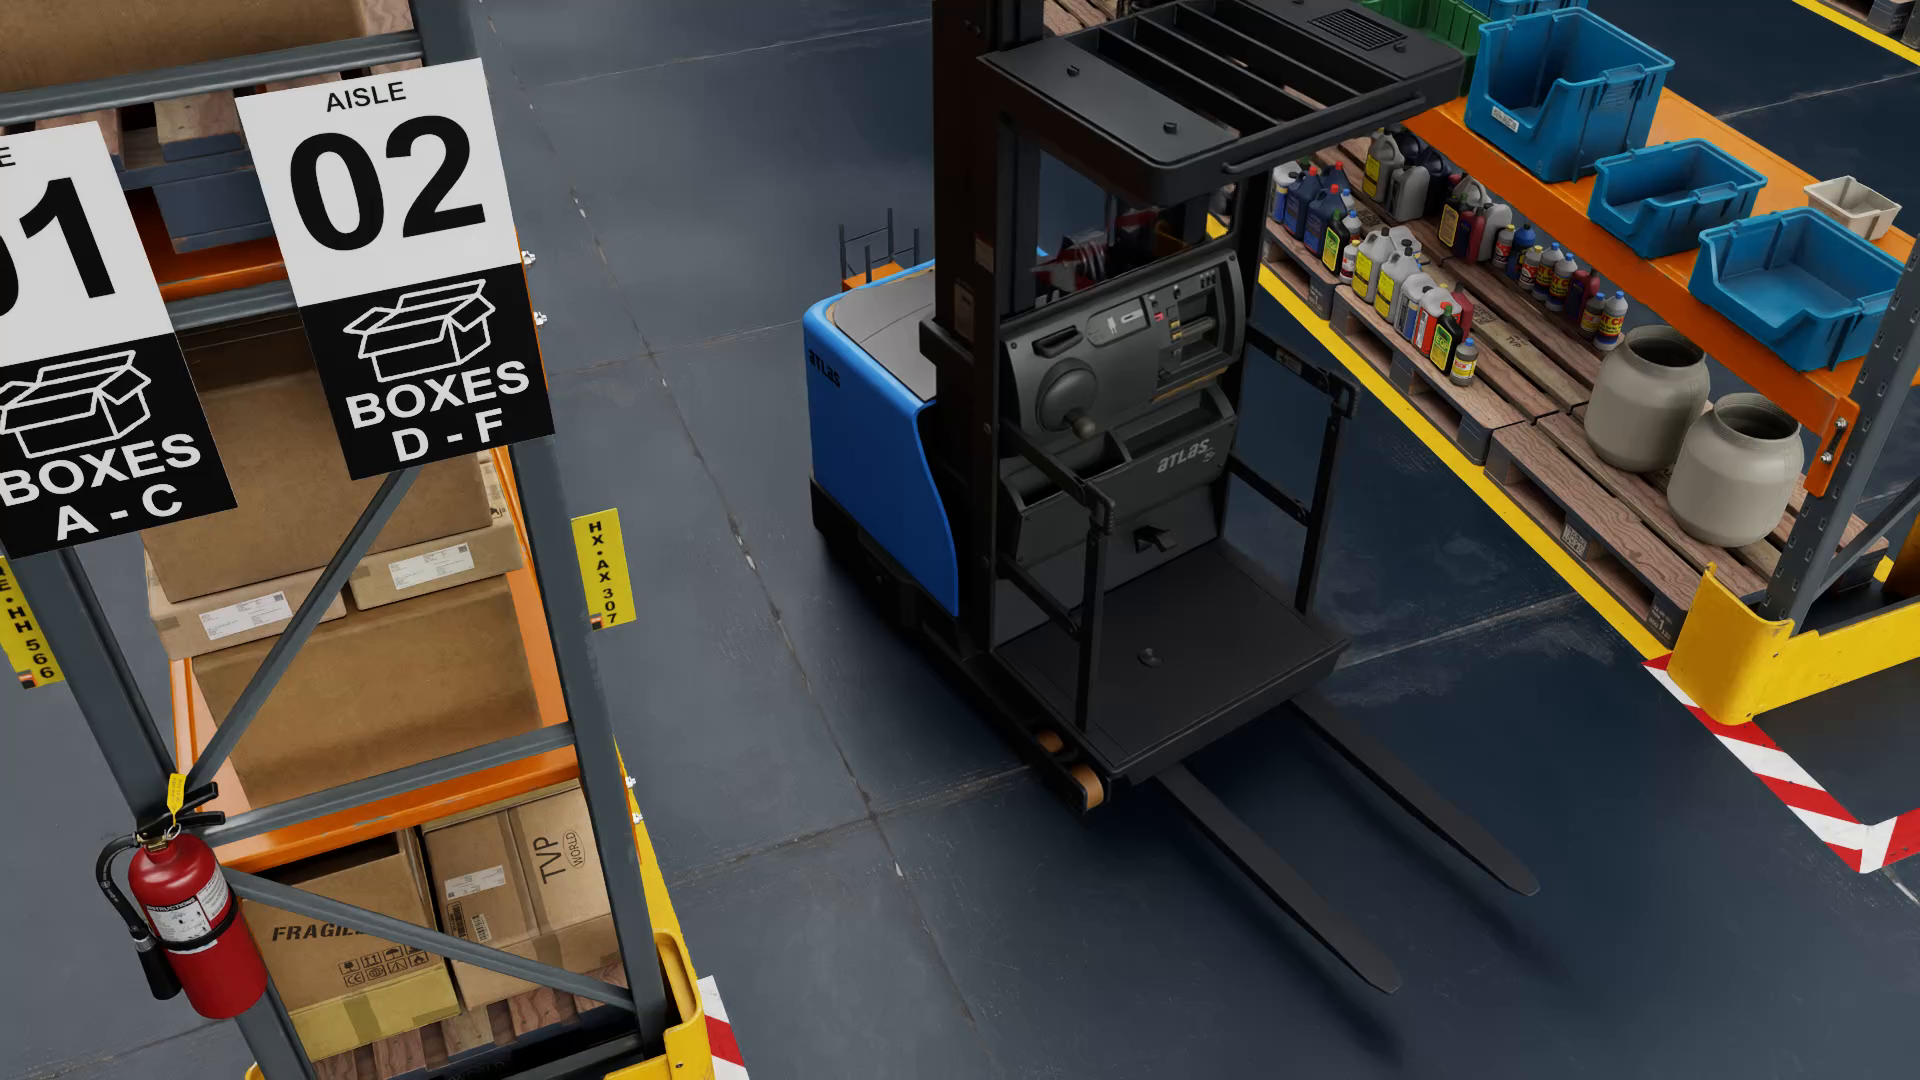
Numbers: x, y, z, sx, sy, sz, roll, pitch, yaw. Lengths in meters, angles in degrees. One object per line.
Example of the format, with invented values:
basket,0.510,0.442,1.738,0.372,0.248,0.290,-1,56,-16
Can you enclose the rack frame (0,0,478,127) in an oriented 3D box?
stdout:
rack frame,-1.295,-1.714,1.841,1.000,3.000,0.127,-15,43,-17

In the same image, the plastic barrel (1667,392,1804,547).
plastic barrel,2.961,-0.266,6.344,0.421,0.512,0.421,0,41,0

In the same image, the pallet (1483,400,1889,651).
pallet,2.905,-0.140,6.751,1.003,0.211,1.213,-15,43,-17

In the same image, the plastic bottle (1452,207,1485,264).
plastic bottle,2.423,-1.467,7.901,0.061,0.283,0.133,-15,43,-17

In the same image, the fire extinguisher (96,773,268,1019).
fire extinguisher,-1.679,0.778,3.605,0.296,0.674,0.183,-15,43,-17

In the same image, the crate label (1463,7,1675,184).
crate label,2.329,-1.727,6.431,0.502,0.435,0.616,-15,43,-17

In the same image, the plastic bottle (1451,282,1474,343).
plastic bottle,2.203,-0.992,7.349,0.061,0.283,0.133,-15,43,-17

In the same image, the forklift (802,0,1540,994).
forklift,0.661,-0.547,5.138,1.130,2.935,3.031,-25,46,-26

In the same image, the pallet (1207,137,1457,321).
pallet,1.971,-1.610,8.460,1.003,0.211,1.213,-15,43,-17

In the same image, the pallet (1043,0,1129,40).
pallet,0.946,-3.224,10.337,1.003,0.211,1.213,-15,43,-17

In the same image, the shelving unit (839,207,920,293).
shelving unit,-0.307,-0.732,6.681,0.258,1.200,0.189,-25,46,-26

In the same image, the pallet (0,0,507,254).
pallet,-1.541,-0.975,3.351,1.003,0.211,1.213,-15,43,-17

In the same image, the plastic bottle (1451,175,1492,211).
plastic bottle,2.462,-1.618,8.025,0.144,0.351,0.185,-15,43,-17

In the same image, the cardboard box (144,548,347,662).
cardboard box,-1.617,0.095,3.765,0.380,0.149,0.250,-16,43,-18

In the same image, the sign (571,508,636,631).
sign,-0.780,0.068,3.646,0.100,0.325,0.005,-15,43,-17

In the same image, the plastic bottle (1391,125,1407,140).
plastic bottle,2.242,-2.011,8.534,0.061,0.283,0.133,-13,42,-15

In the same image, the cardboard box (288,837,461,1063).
cardboard box,-1.773,1.195,4.846,0.500,0.250,0.500,-15,43,-17

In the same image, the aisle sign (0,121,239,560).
aisle sign,-1.541,-0.312,2.818,0.394,0.787,0.004,-15,43,-17

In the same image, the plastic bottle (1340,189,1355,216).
plastic bottle,1.845,-1.567,8.027,0.097,0.271,0.097,0,41,0

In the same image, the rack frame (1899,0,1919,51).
rack frame,6.329,-4.318,9.470,1.000,3.000,0.127,-15,43,-17

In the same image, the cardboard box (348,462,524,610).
cardboard box,-1.246,-0.013,3.890,0.380,0.149,0.250,-15,43,-17

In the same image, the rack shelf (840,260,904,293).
rack shelf,-0.307,-0.971,6.475,0.258,0.103,0.180,-25,46,-26

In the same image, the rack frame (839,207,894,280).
rack frame,-0.360,-0.781,6.738,0.240,1.200,0.006,-25,46,-26

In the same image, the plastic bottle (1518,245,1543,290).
plastic bottle,2.670,-1.274,7.740,0.097,0.201,0.097,0,41,0

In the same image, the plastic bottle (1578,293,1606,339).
plastic bottle,2.838,-1.010,7.433,0.097,0.201,0.097,0,41,0

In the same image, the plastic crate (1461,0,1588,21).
plastic crate,2.427,-2.427,7.385,0.499,0.251,0.616,-15,43,-17

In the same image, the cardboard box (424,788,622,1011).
cardboard box,-1.294,1.066,4.997,0.500,0.250,0.500,-15,43,-17

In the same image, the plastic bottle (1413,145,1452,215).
plastic bottle,2.339,-1.813,8.252,0.144,0.351,0.185,-17,44,-19

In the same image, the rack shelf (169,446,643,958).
rack shelf,-2.060,-0.371,5.432,1.077,0.370,4.000,-15,43,-17

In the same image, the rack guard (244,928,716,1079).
rack guard,-1.285,1.523,4.595,1.175,0.500,0.348,-15,43,-17

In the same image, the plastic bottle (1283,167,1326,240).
plastic bottle,1.678,-1.655,8.068,0.144,0.351,0.185,-14,43,-16

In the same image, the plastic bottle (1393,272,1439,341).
plastic bottle,2.051,-1.046,7.417,0.152,0.276,0.135,-16,43,-18

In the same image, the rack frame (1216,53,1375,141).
rack frame,1.753,-3.082,8.033,1.000,3.000,0.127,-15,43,-17

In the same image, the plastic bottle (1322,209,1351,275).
plastic bottle,1.775,-1.405,7.830,0.061,0.283,0.133,-13,42,-15

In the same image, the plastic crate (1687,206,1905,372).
plastic crate,2.815,-0.843,5.544,0.499,0.251,0.616,-15,43,-17

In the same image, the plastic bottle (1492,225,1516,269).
plastic bottle,2.591,-1.398,7.884,0.097,0.201,0.097,0,41,0

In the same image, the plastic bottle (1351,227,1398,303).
plastic bottle,1.913,-1.285,7.638,0.144,0.351,0.185,-15,43,-17

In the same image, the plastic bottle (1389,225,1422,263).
plastic bottle,2.040,-1.309,7.723,0.152,0.276,0.135,-15,43,-17

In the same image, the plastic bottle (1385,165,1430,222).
plastic bottle,2.212,-1.732,8.215,0.152,0.276,0.135,-15,43,-17

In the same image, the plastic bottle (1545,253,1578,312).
plastic bottle,2.746,-1.181,7.578,0.097,0.271,0.097,0,41,0

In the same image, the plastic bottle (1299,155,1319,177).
plastic bottle,1.717,-1.756,8.238,0.061,0.283,0.133,-15,43,-17

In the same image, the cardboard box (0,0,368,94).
cardboard box,-1.511,-1.175,3.006,0.797,0.503,0.637,-12,42,-14

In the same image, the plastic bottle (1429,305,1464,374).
plastic bottle,2.114,-0.872,7.209,0.061,0.283,0.133,-14,43,-16

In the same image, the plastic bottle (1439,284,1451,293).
plastic bottle,2.159,-1.060,7.491,0.097,0.201,0.097,0,41,0

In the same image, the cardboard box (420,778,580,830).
cardboard box,-1.487,0.481,5.102,0.500,0.500,0.500,-15,43,-17
